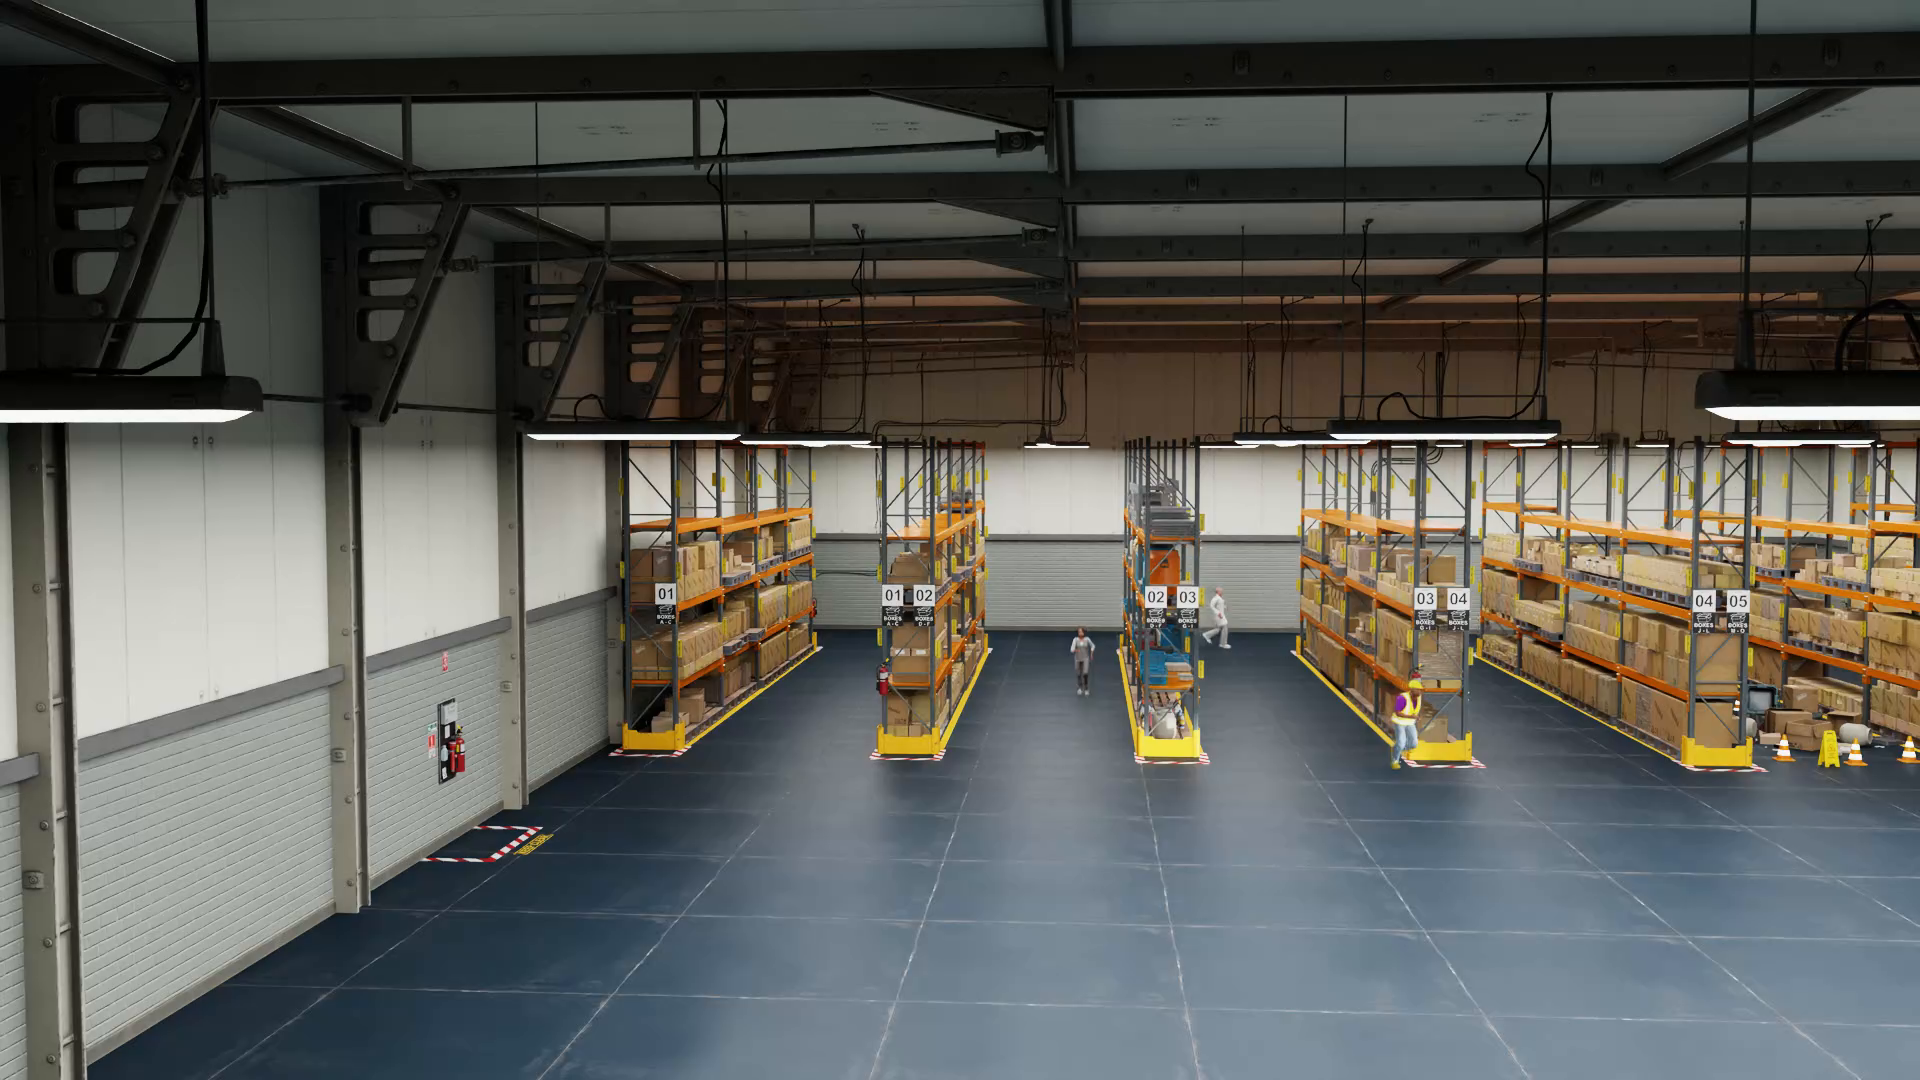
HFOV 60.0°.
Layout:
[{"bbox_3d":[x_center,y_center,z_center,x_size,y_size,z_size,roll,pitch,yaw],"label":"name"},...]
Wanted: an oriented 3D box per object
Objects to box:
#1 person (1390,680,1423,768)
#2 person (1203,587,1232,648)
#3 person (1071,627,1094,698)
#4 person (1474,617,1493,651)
[{"bbox_3d":[8.034,3.297,29.744,0.696,1.635,0.795,-2,3,-28],"label":"person"},{"bbox_3d":[7.504,2.261,48.492,0.858,1.775,0.704,1,3,17],"label":"person"},{"bbox_3d":[2.848,2.855,38.756,0.525,1.647,0.684,1,3,9],"label":"person"},{"bbox_3d":[15.095,2.392,47.531,0.709,1.643,0.659,1,3,12],"label":"person"}]
